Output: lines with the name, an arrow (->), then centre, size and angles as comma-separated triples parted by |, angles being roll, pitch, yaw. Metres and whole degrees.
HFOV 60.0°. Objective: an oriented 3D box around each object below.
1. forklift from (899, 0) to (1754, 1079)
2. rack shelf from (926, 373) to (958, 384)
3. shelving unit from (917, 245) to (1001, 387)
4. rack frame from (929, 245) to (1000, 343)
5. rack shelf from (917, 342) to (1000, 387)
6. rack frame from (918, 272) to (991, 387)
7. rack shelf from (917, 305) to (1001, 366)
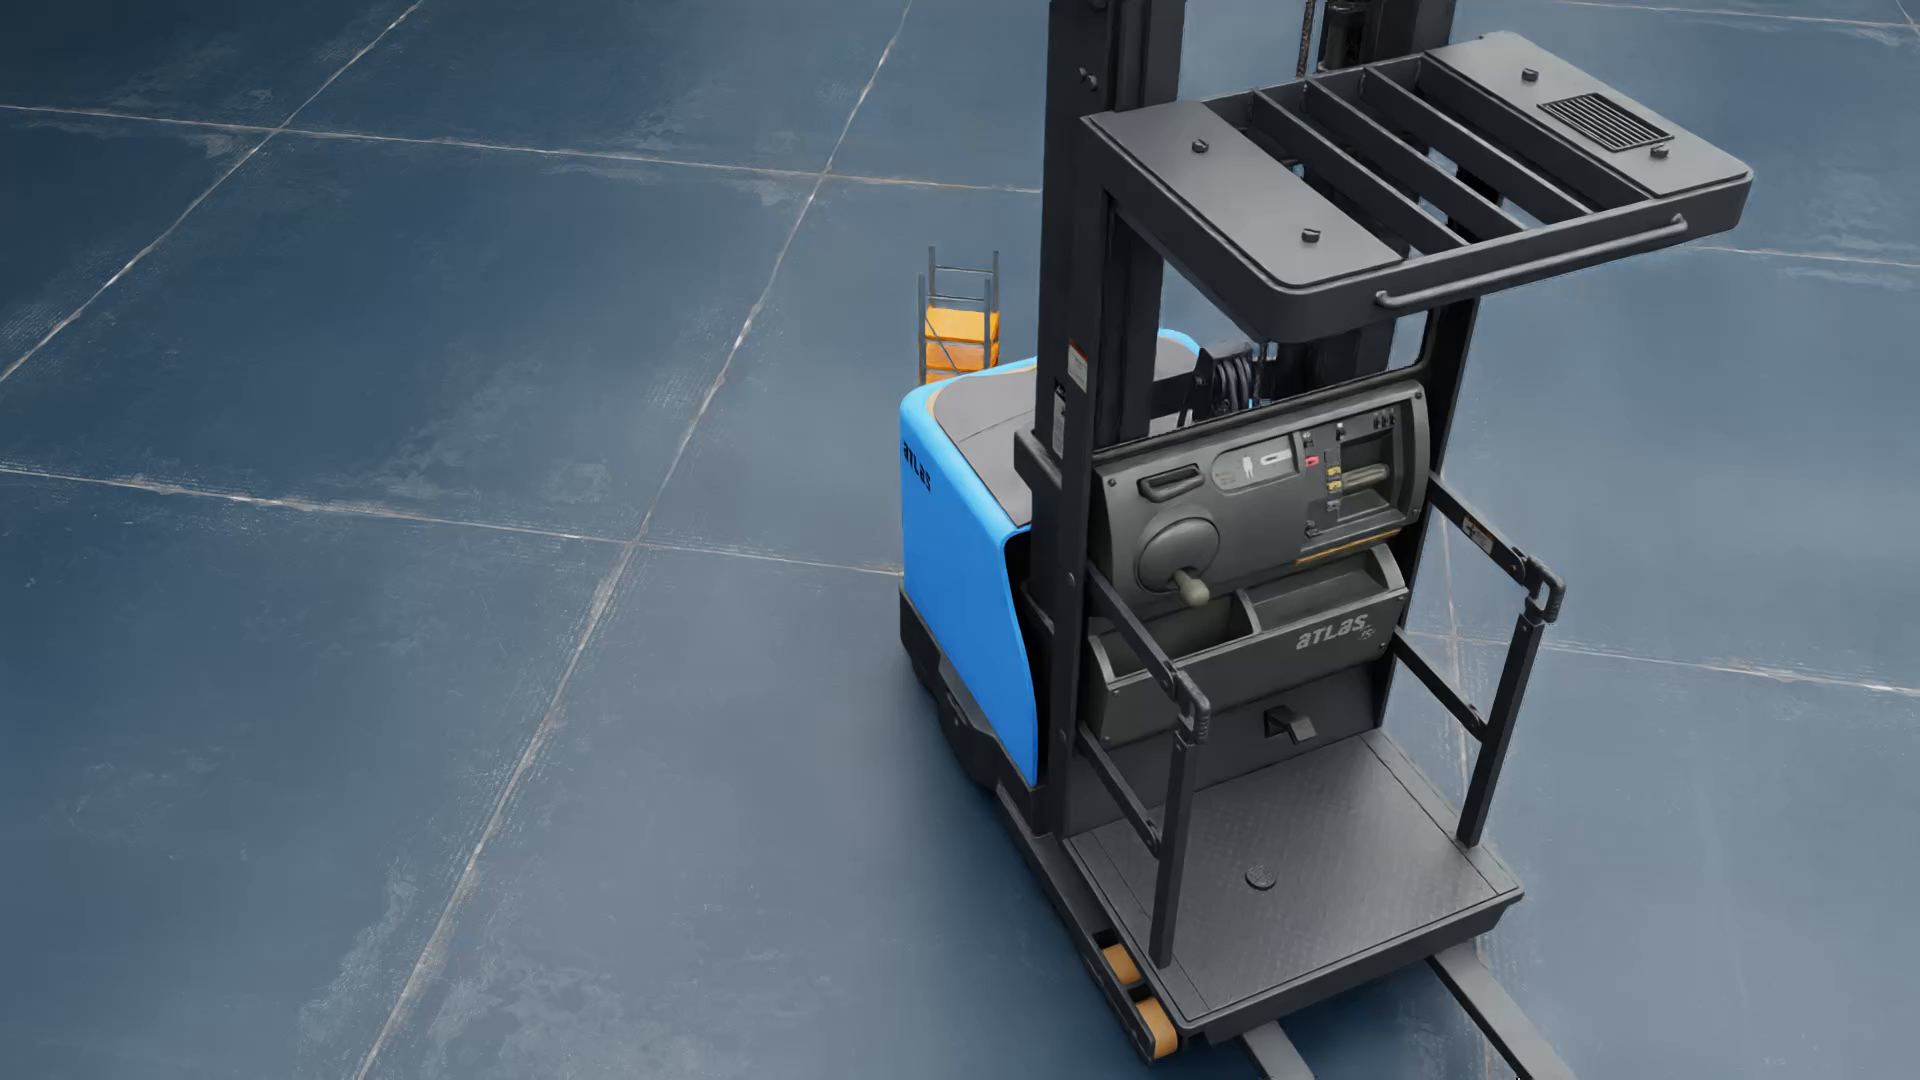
forklift -> 0.862, -0.034, 3.991 | 1.130, 2.935, 3.031 | -16, 42, -18
rack shelf -> -0.002, -0.512, 5.809 | 0.258, 0.103, 0.180 | 6, 40, 8
shelving unit -> -0.002, -0.453, 5.857 | 0.258, 1.200, 0.189 | 6, 40, 8
rack frame -> 0.013, -0.511, 5.926 | 0.240, 1.200, 0.006 | 6, 40, 8
rack shelf -> -0.002, -0.604, 5.732 | 0.258, 0.103, 0.180 | 6, 40, 8
rack frame -> -0.018, -0.396, 5.787 | 0.240, 1.200, 0.006 | 6, 40, 8
rack shelf -> -0.002, -0.697, 5.656 | 0.258, 0.103, 0.180 | 6, 40, 8
